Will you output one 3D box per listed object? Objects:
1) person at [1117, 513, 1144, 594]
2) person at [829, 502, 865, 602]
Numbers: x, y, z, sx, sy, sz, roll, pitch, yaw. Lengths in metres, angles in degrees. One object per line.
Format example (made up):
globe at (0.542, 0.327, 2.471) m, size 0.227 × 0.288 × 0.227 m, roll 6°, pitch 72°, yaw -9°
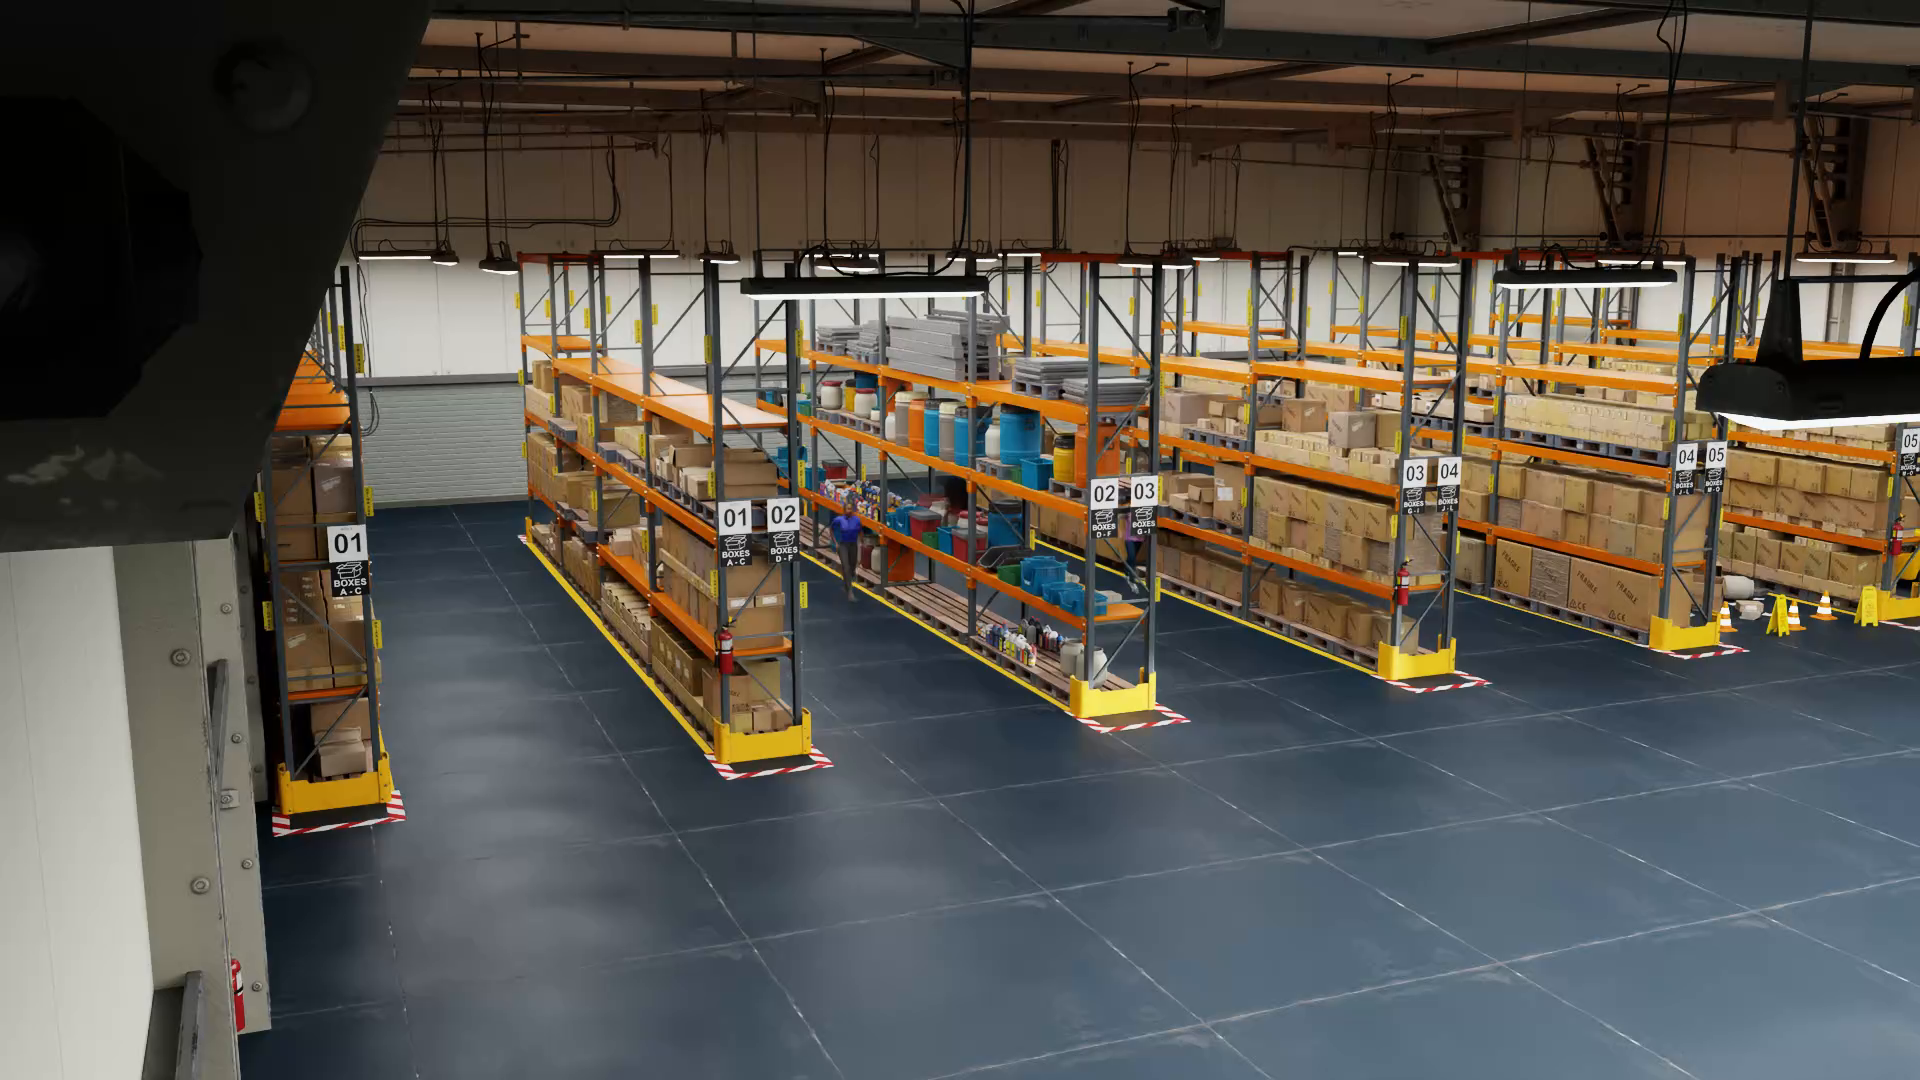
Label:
person at (3.001, 0.051, 28.751) m, size 0.508 × 1.682 × 0.697 m, roll -5°, pitch 12°, yaw -27°
person at (-1.903, 0.162, 28.084) m, size 0.559 × 1.660 × 0.725 m, roll -4°, pitch 11°, yaw -20°
